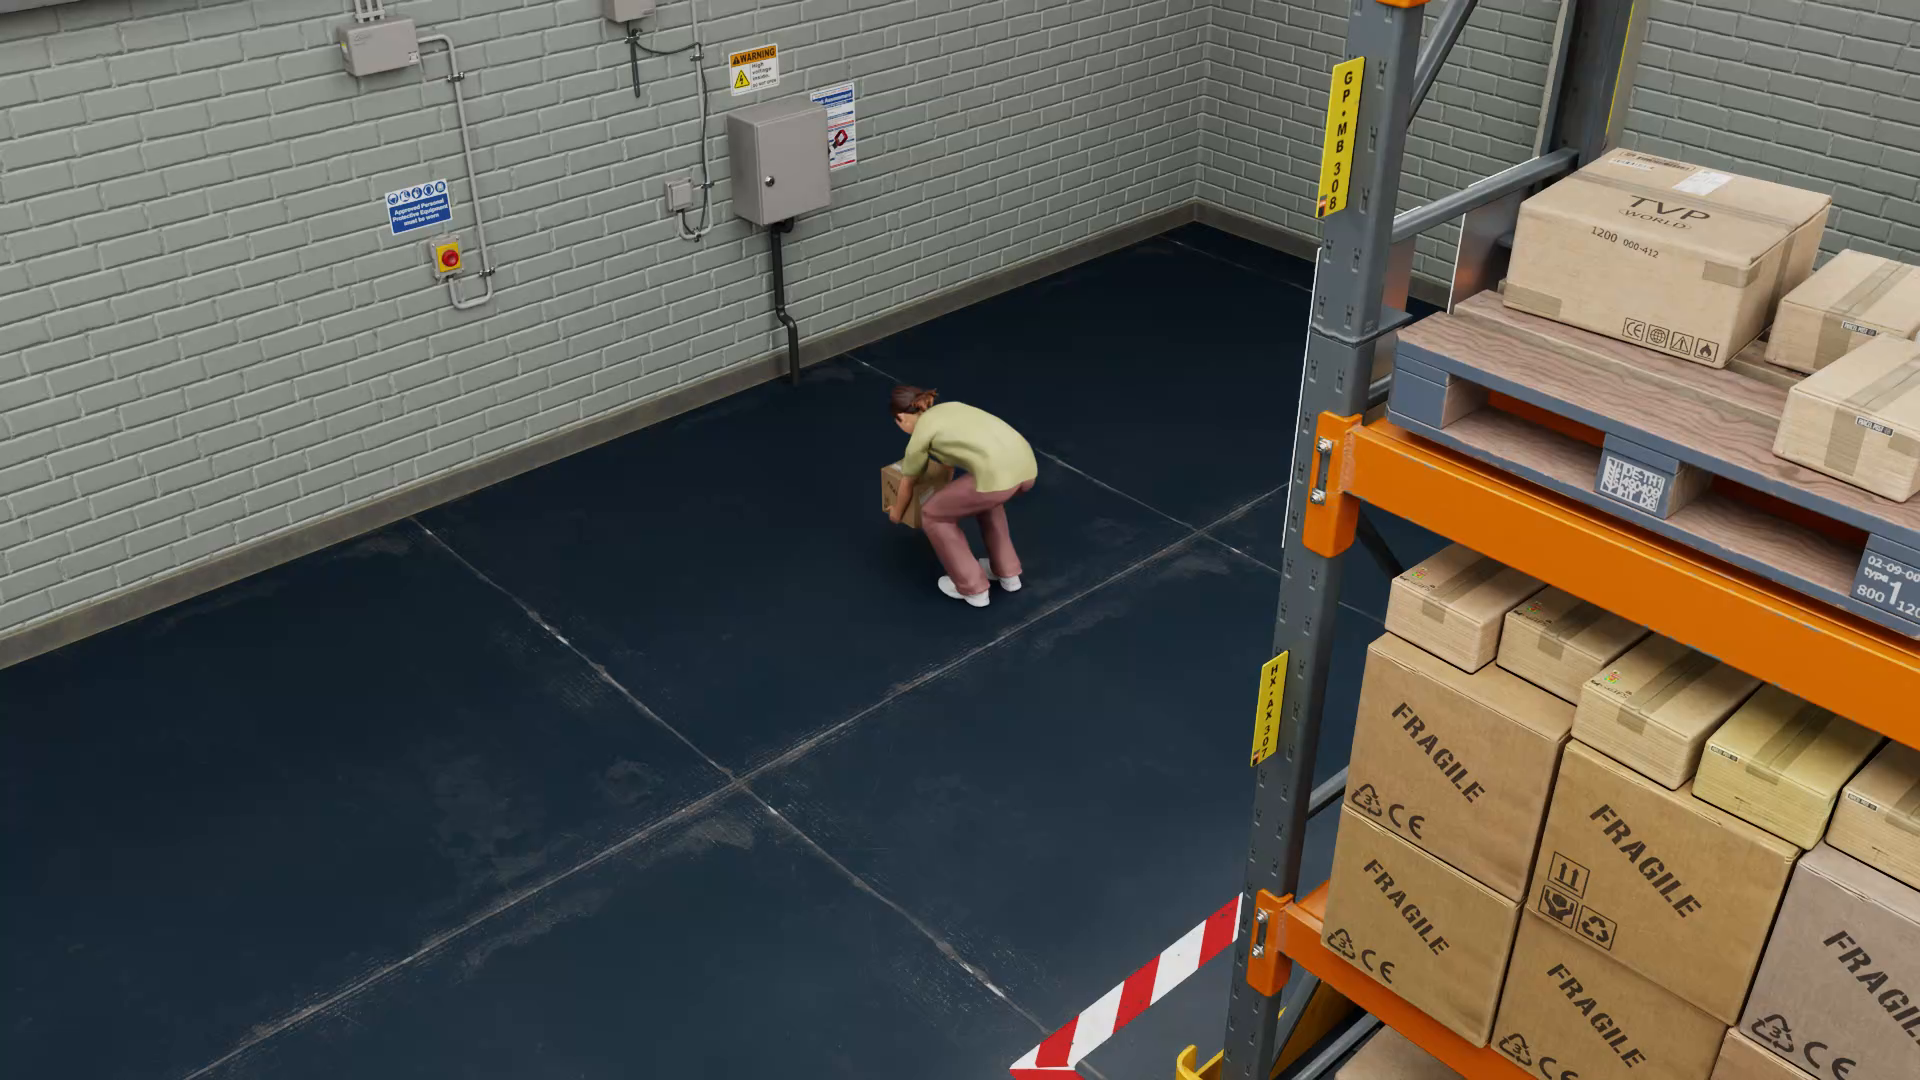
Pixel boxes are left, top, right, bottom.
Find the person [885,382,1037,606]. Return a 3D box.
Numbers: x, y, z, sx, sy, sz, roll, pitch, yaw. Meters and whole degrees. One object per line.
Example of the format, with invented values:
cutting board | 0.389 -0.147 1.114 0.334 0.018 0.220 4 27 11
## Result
person | -0.015 -0.249 8.177 0.867 1.000 0.473 27 41 36
